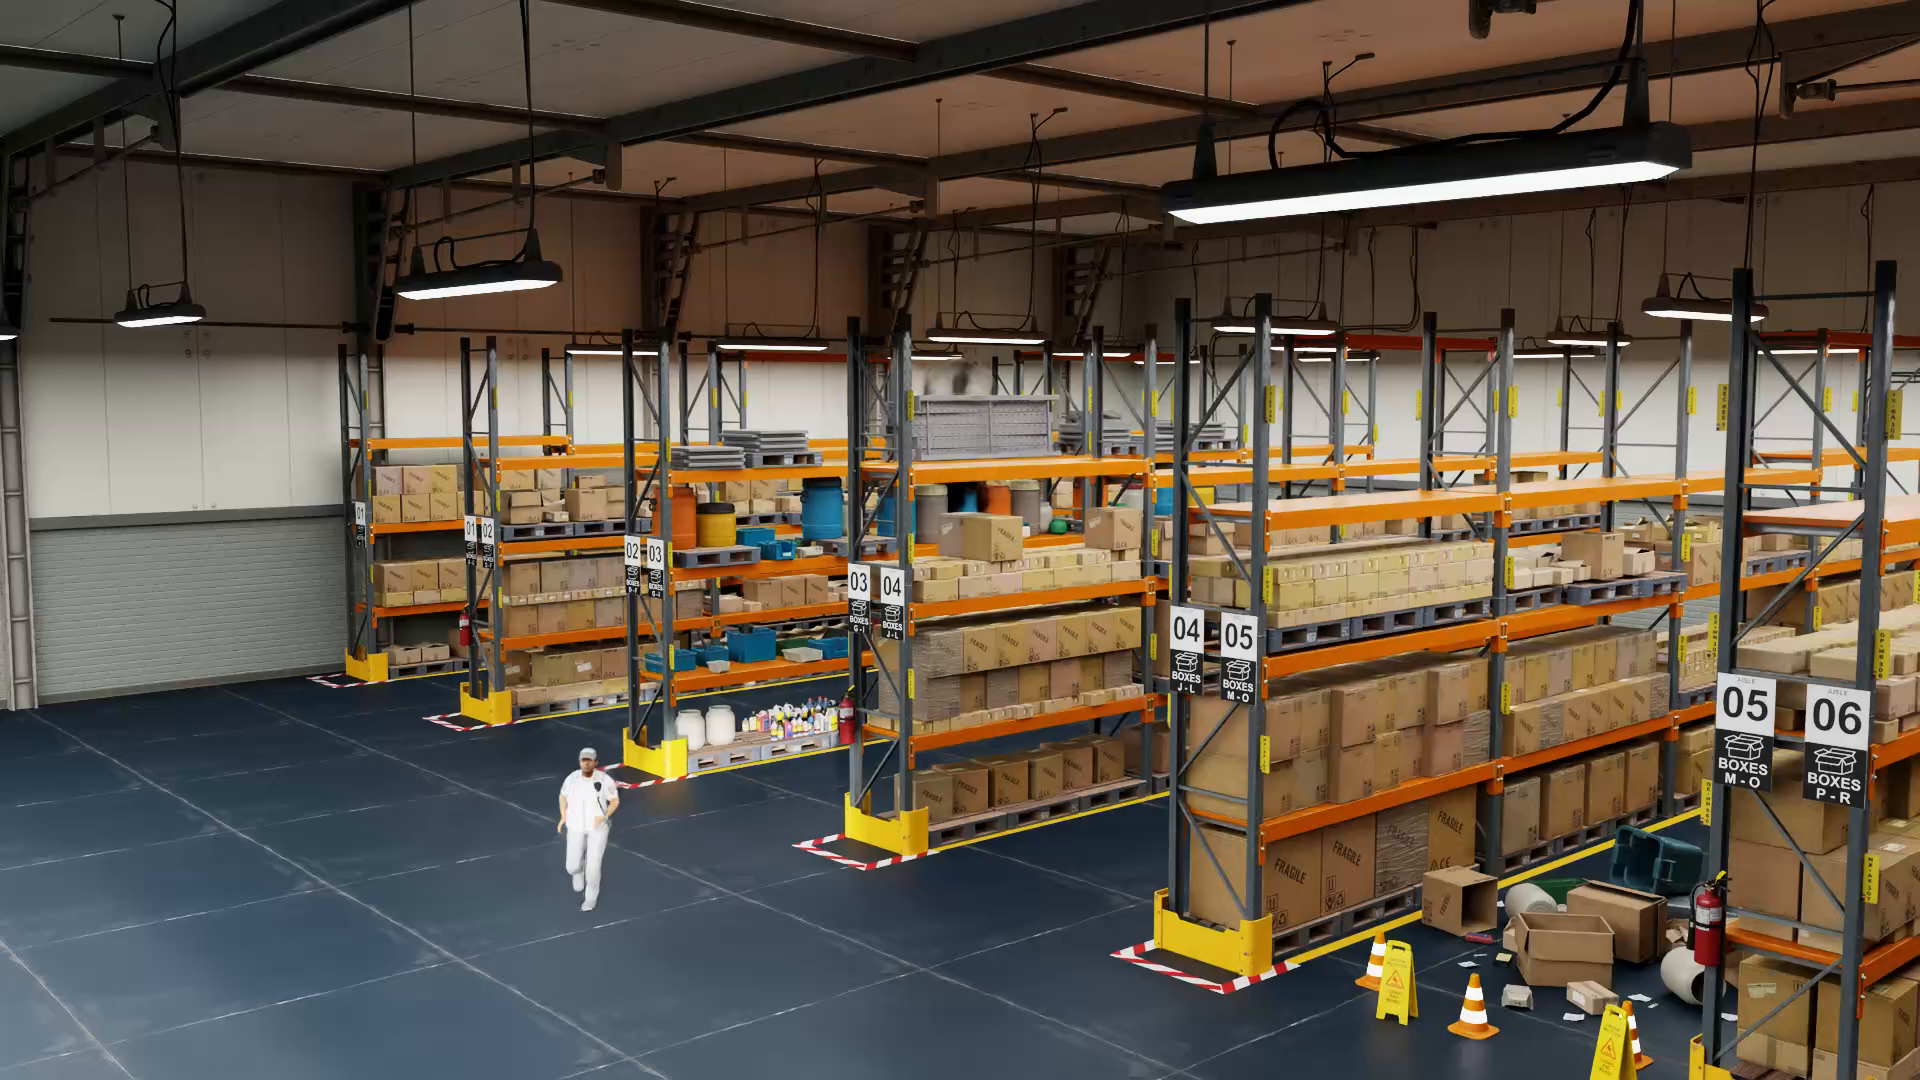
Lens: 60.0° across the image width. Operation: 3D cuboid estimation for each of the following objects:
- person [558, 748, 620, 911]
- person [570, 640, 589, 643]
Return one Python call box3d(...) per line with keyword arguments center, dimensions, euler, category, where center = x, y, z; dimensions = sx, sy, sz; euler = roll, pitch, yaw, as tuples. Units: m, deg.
box3d(center=(-3.721, 2.881, 16.638), dimensions=(0.620, 1.622, 0.554), euler=(0, 5, -2), category="person")
box3d(center=(-6.728, 1.646, 29.798), dimensions=(0.702, 1.726, 0.598), euler=(5, 7, 43), category="person")
